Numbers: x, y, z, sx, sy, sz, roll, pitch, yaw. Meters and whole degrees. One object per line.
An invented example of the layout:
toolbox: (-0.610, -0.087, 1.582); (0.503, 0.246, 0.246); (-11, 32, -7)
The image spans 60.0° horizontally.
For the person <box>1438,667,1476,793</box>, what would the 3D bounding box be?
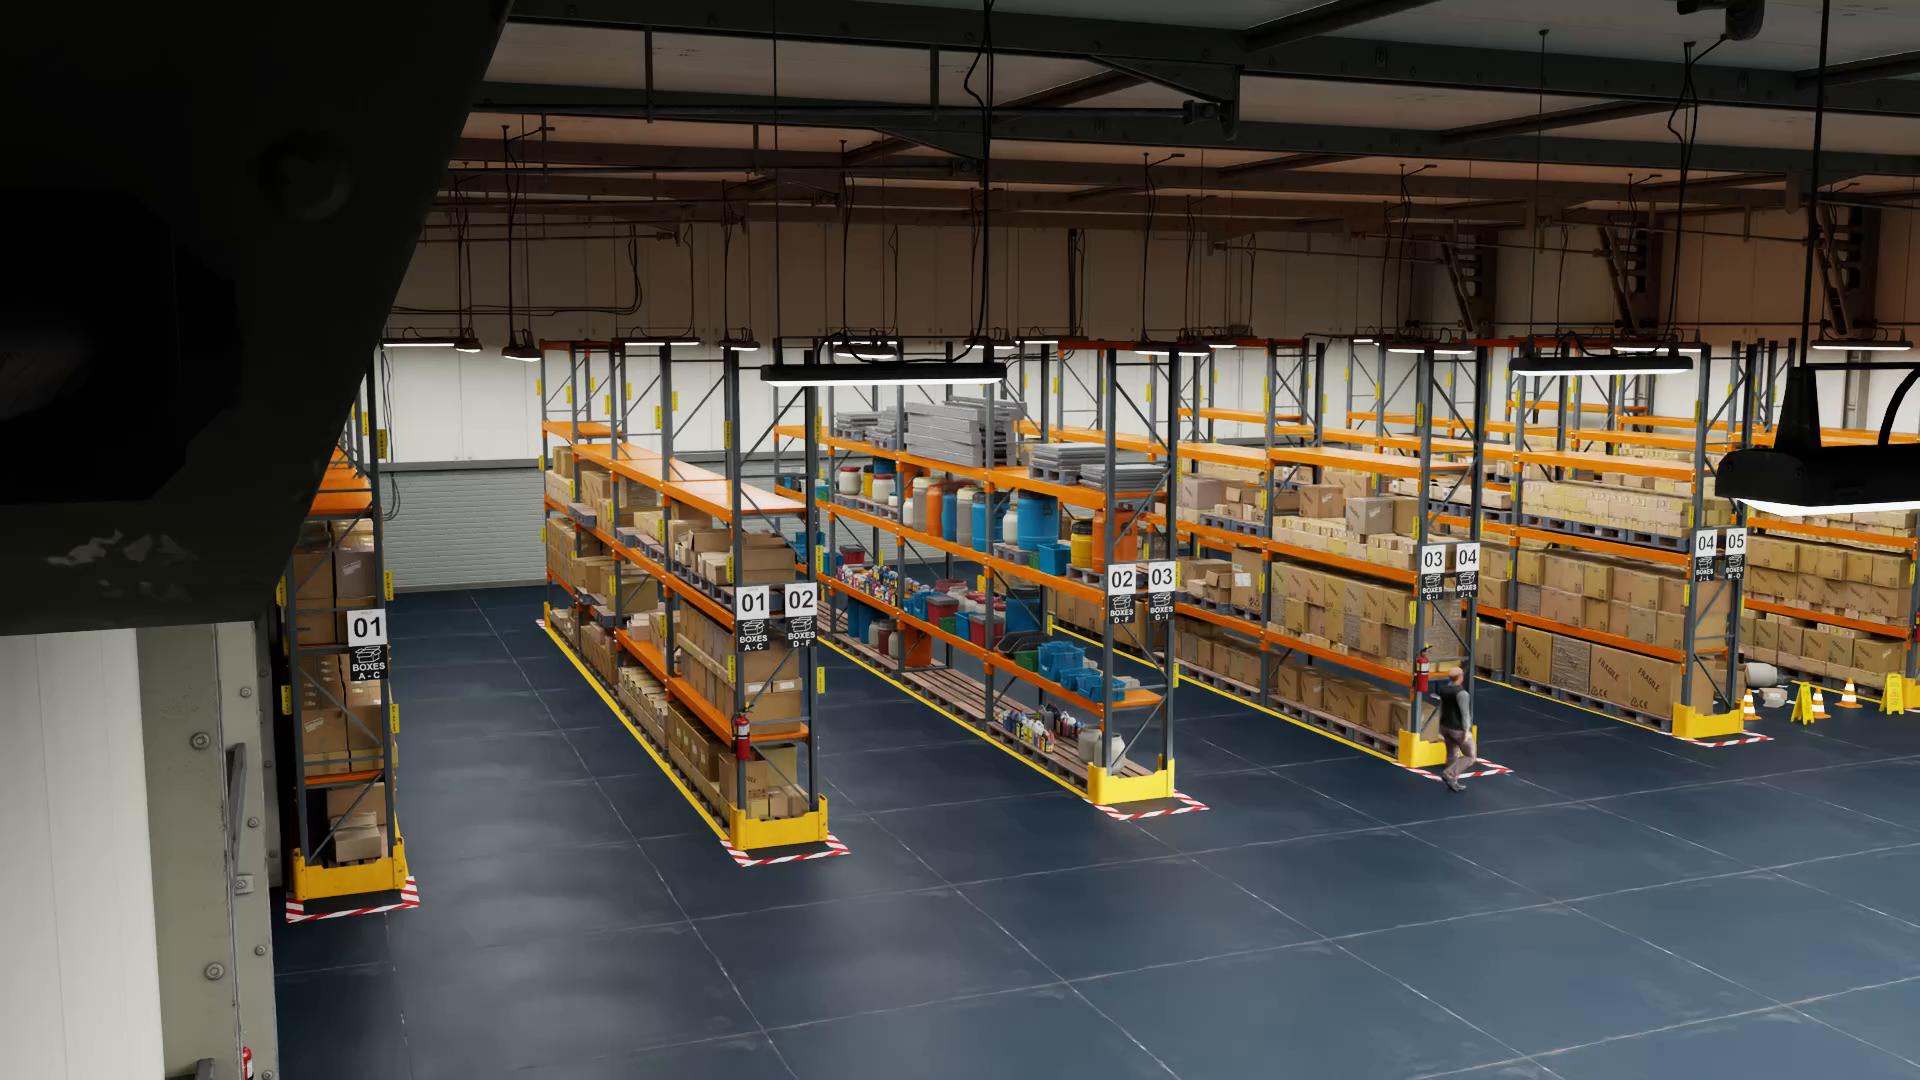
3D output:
person: (6.646, 2.557, 22.406); (0.553, 1.713, 0.552); (-3, 8, -25)

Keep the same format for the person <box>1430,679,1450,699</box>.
person: (8.144, 1.905, 28.052); (0.462, 1.596, 0.480); (-3, 8, -21)

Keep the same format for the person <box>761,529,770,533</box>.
person: (-4.459, 0.584, 37.807); (0.717, 1.663, 0.514); (-4, 8, -26)
